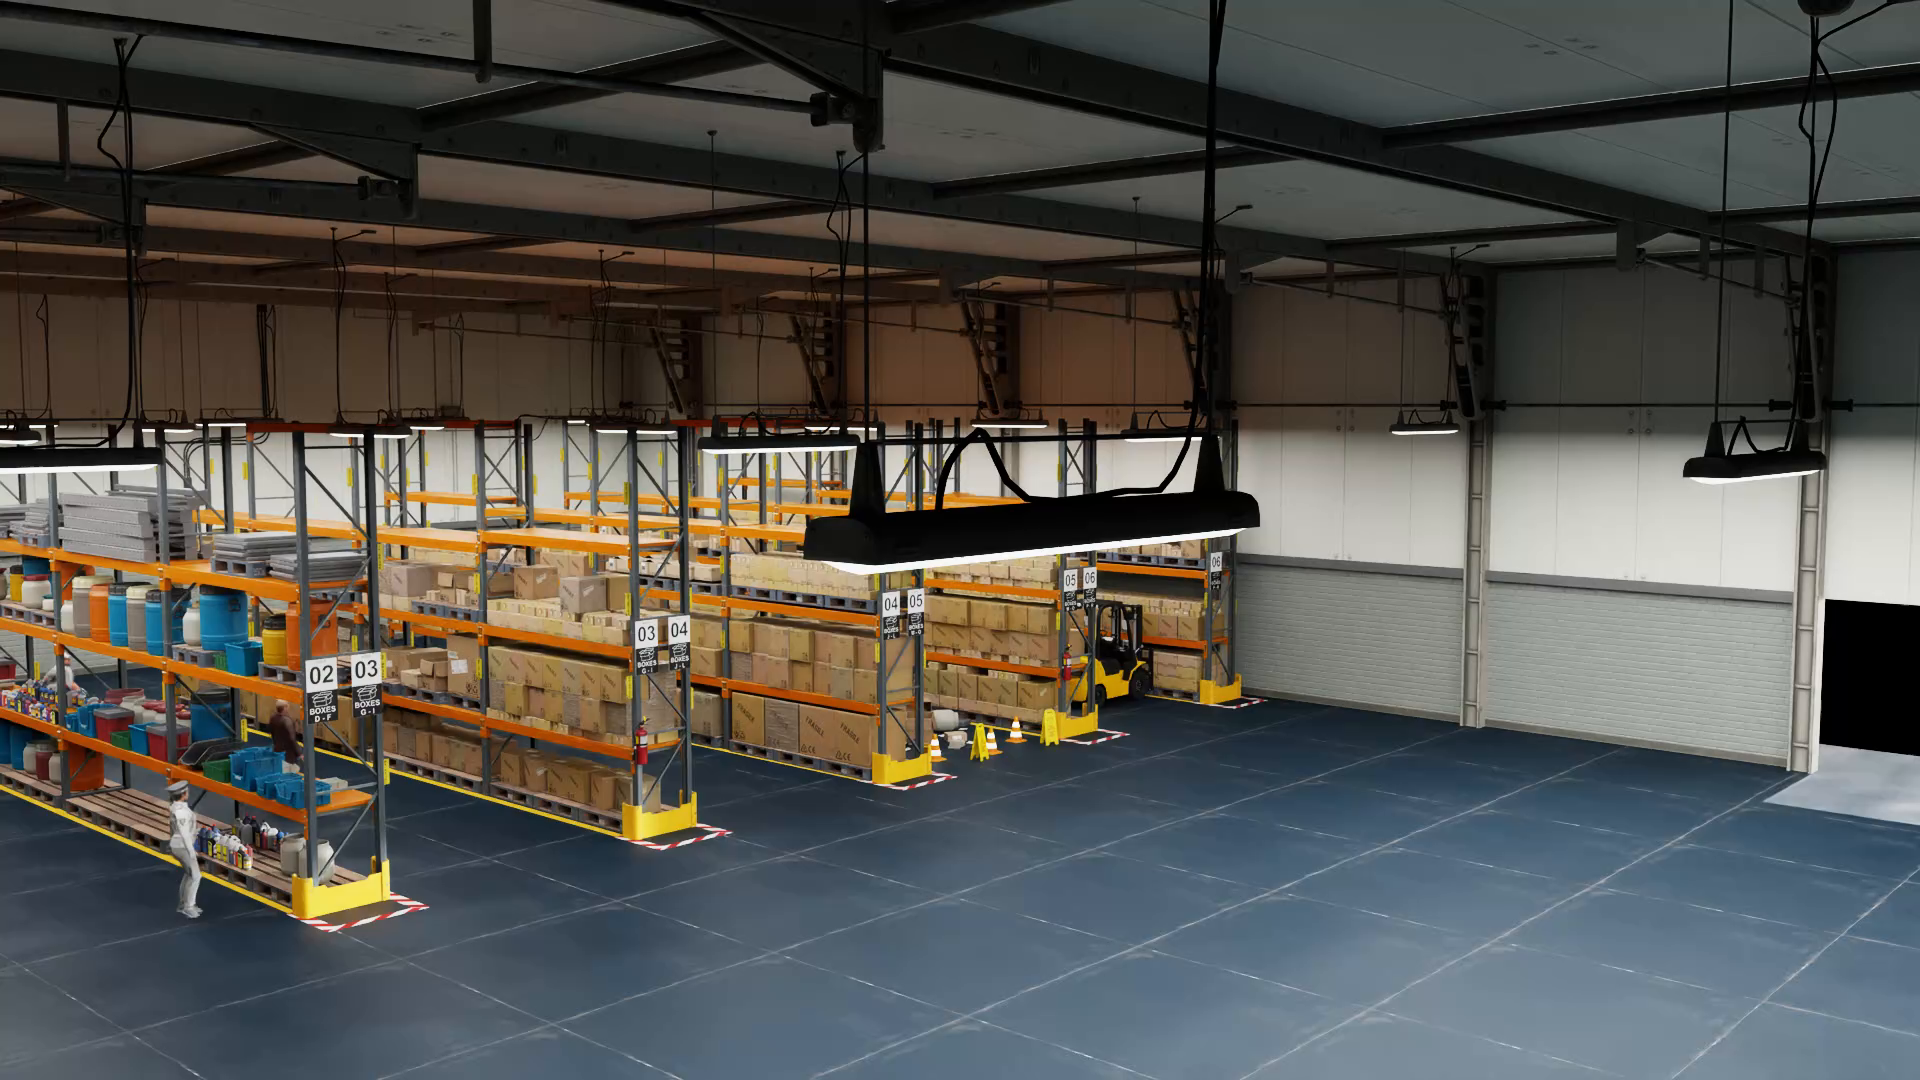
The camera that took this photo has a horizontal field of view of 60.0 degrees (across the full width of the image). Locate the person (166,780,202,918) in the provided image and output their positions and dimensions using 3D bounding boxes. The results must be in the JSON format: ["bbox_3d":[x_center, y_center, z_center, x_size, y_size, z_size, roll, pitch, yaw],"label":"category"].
[{"bbox_3d":[-9.609,3.849,20.643,0.397,1.745,0.487,-1,5,-17],"label":"person"}]

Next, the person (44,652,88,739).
[{"bbox_3d":[-16.644,2.976,30.837,0.877,1.811,0.775,4,6,42],"label":"person"}]

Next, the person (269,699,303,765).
[{"bbox_3d":[-10.398,3.353,25.778,0.531,1.837,0.684,-2,5,-19],"label":"person"}]
